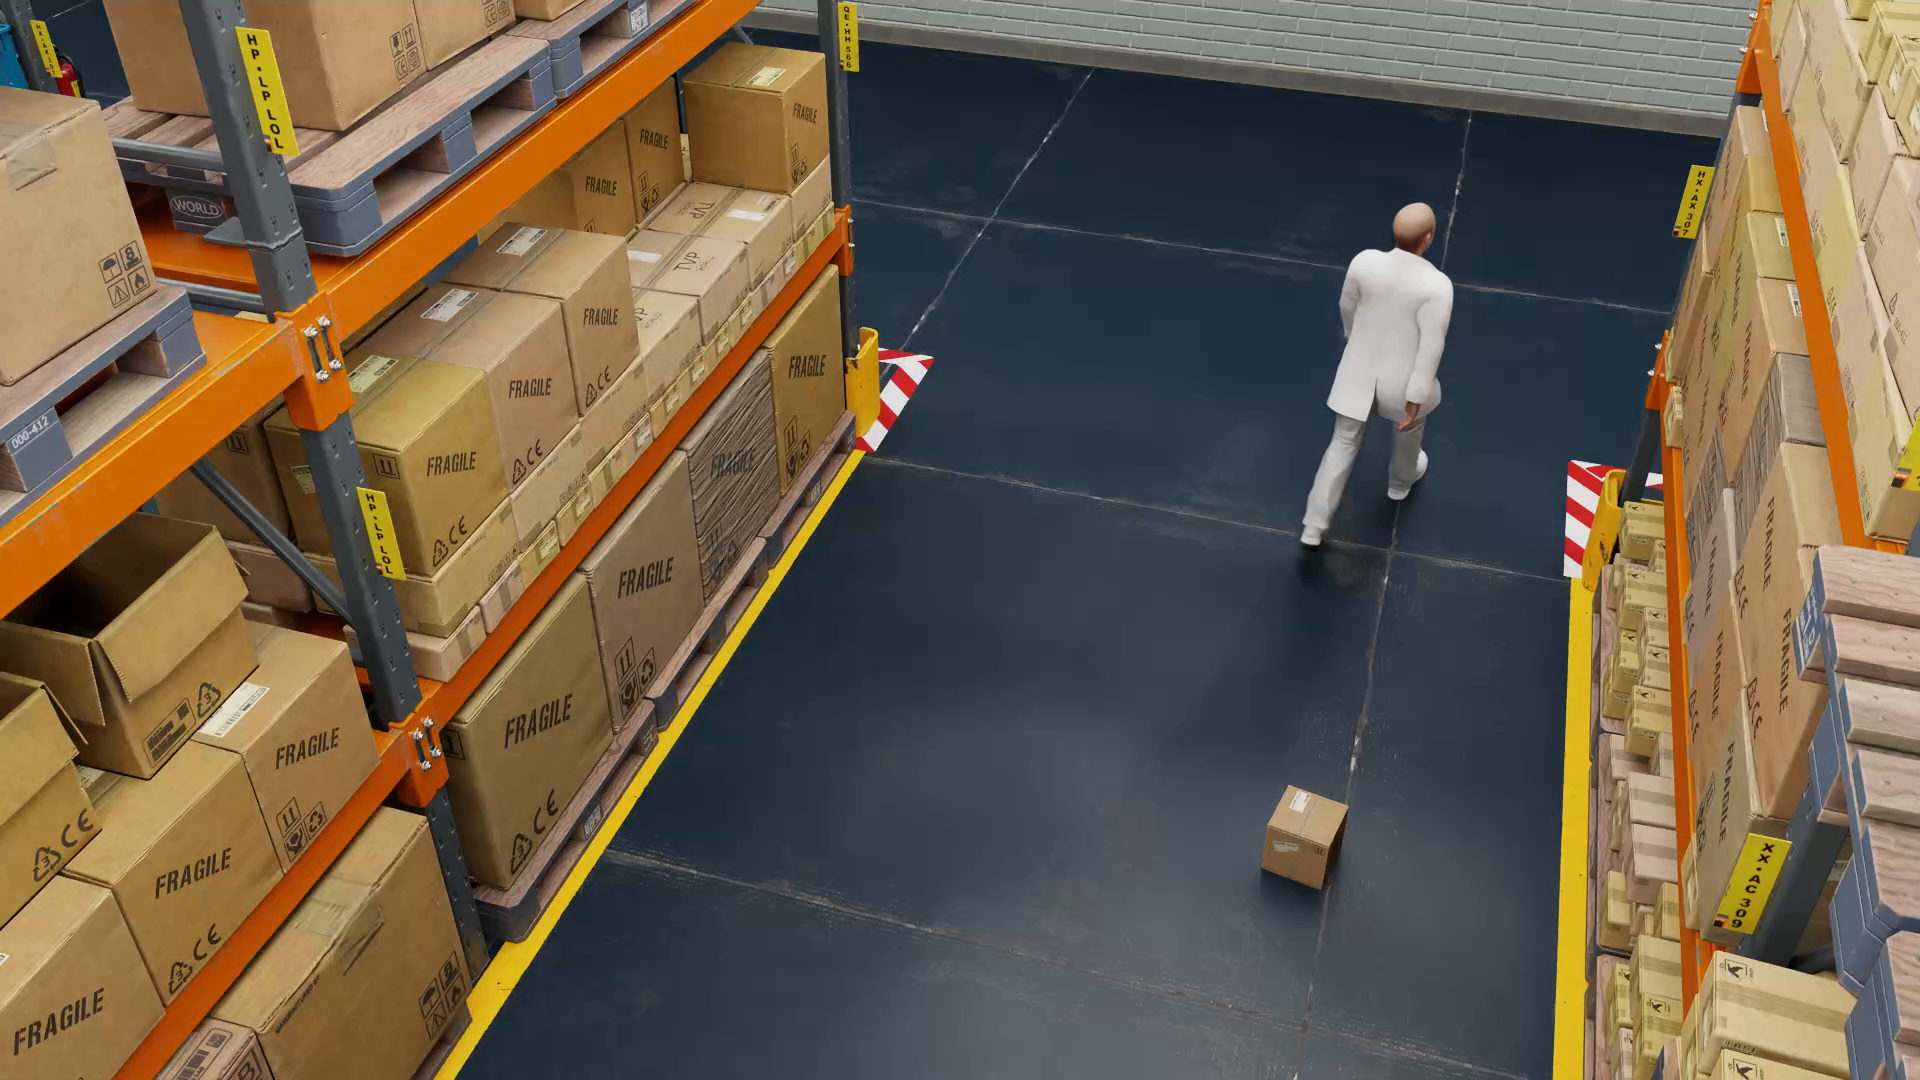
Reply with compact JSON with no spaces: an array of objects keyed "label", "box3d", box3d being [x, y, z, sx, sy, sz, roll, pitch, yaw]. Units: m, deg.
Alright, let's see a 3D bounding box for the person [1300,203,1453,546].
[{"label":"person","box3d":[2.053,-0.830,8.020,0.574,1.726,1.146,20,41,25]}]
